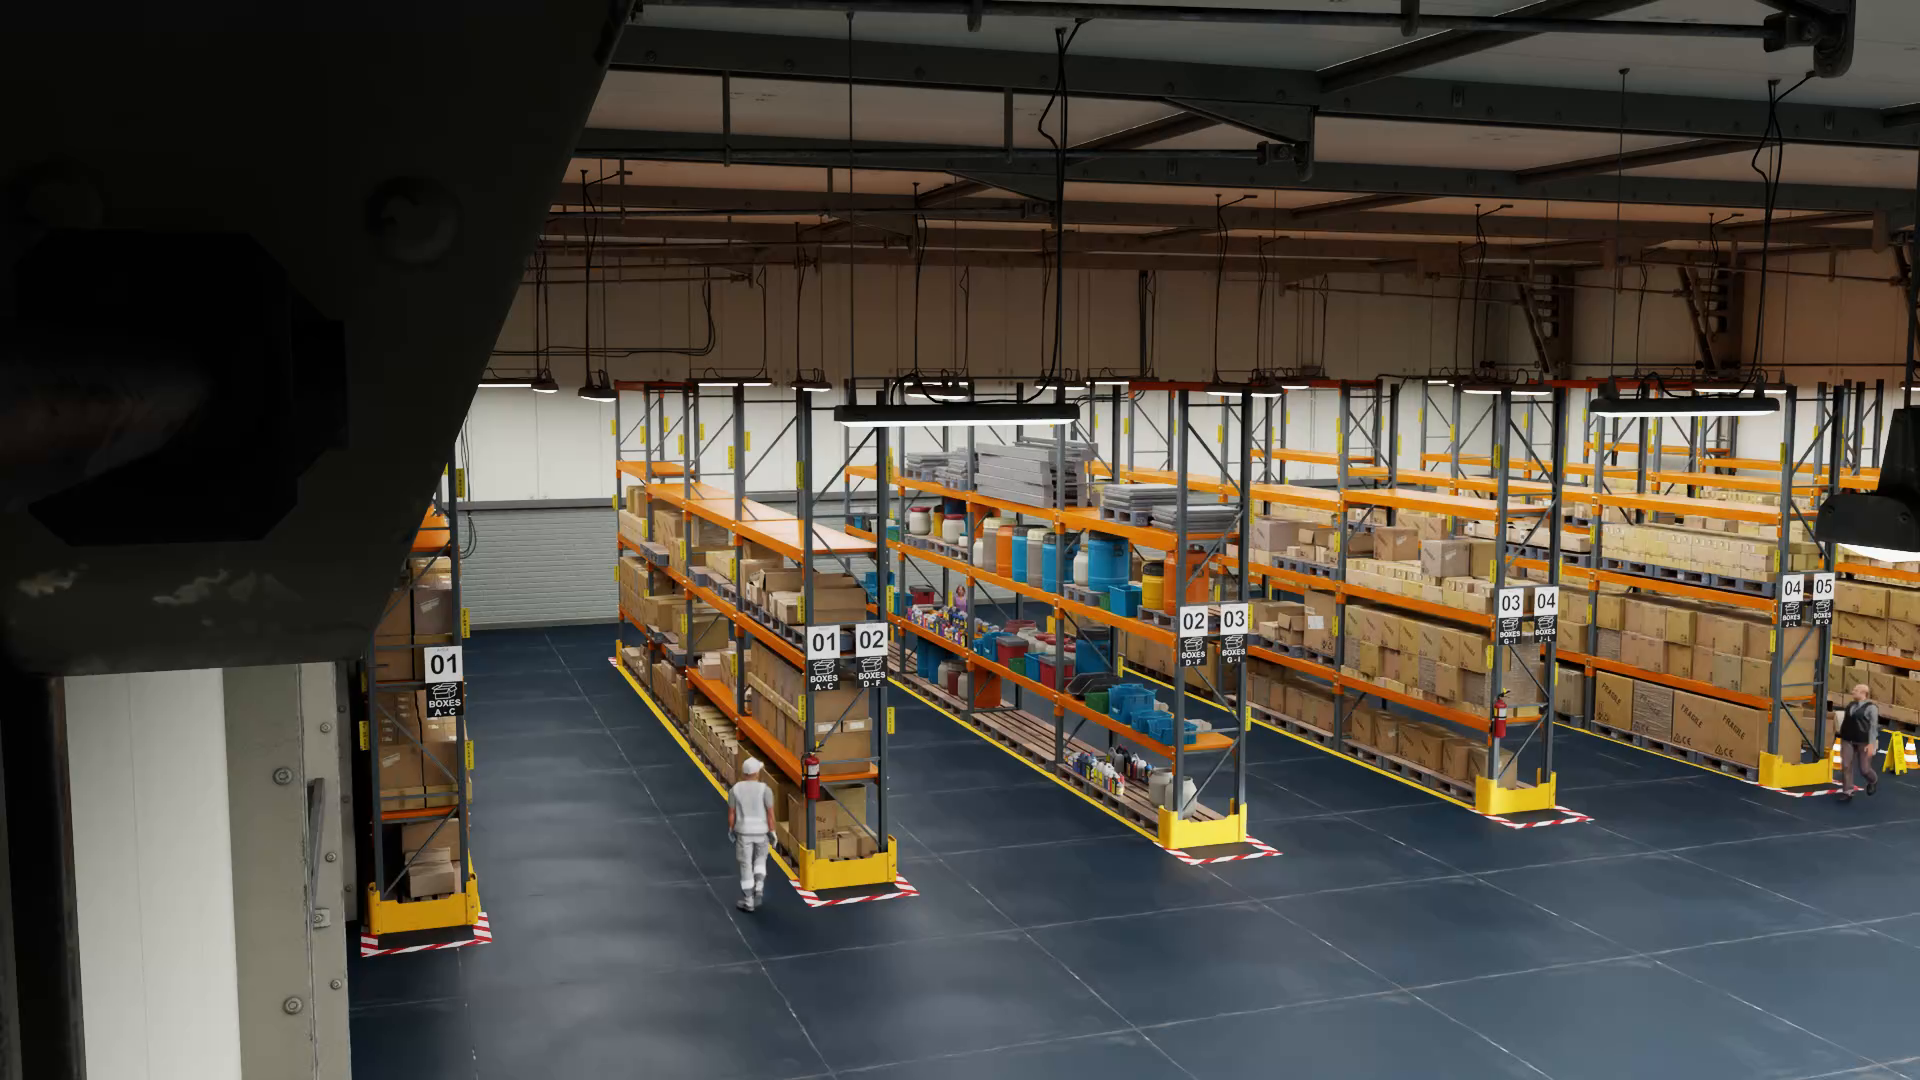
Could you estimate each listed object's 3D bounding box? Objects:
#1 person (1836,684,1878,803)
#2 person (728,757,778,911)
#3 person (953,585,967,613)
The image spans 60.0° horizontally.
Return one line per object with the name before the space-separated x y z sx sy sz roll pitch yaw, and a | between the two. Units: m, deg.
person | 13.023 2.934 24.080 0.715 1.712 0.511 -6 8 -44
person | -2.417 3.391 19.299 0.538 1.788 0.462 -2 6 -17
person | -0.014 1.747 36.035 0.478 1.547 0.823 -3 7 -25
